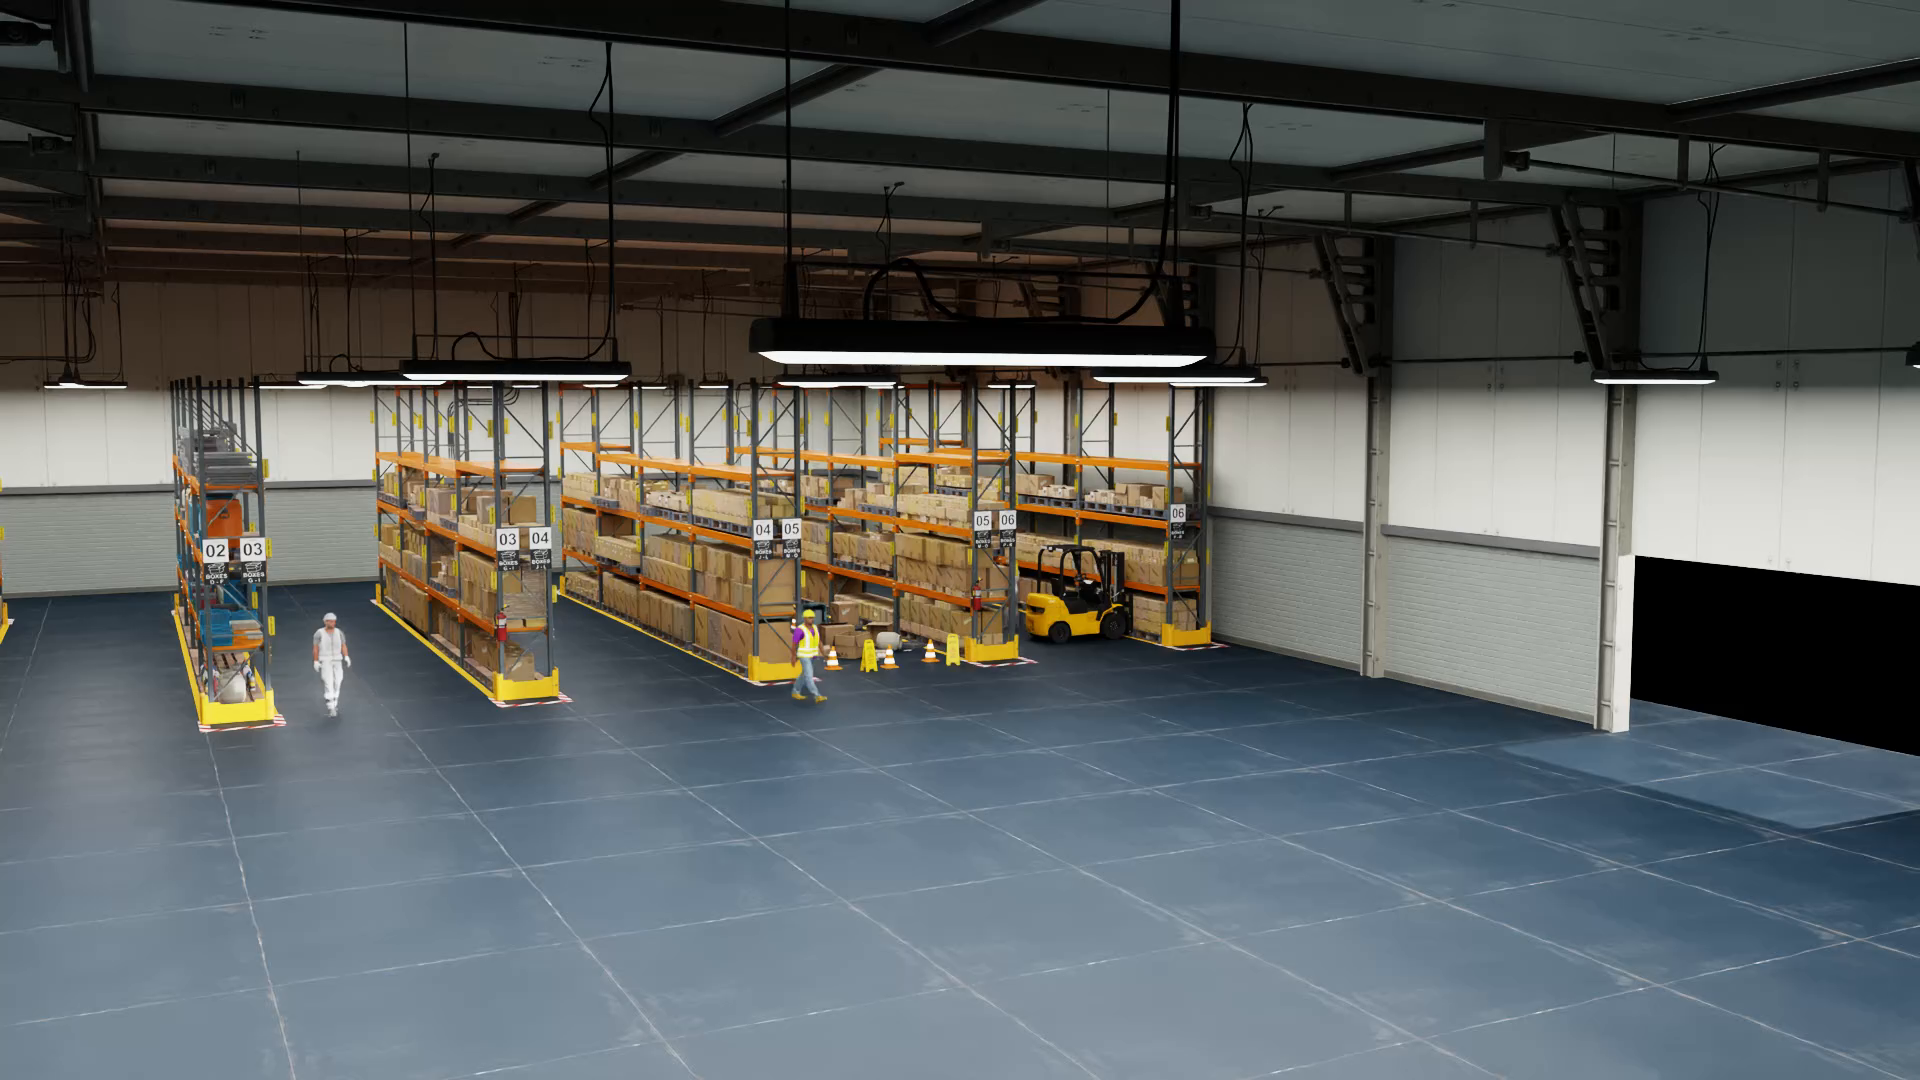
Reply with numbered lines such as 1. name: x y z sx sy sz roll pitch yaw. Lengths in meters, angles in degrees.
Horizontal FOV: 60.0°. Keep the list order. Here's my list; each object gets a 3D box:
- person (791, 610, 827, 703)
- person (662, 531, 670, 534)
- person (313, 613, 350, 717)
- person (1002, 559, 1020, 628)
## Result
1. person: -2.726 2.127 30.539 1.082 1.699 0.590 3 6 34
2. person: -8.362 0.631 47.380 0.576 1.748 0.525 -4 7 -40
3. person: -11.153 2.215 29.651 0.553 1.788 0.760 -5 7 -42
4. person: 1.246 1.331 40.354 0.485 1.727 0.596 -3 6 -33
